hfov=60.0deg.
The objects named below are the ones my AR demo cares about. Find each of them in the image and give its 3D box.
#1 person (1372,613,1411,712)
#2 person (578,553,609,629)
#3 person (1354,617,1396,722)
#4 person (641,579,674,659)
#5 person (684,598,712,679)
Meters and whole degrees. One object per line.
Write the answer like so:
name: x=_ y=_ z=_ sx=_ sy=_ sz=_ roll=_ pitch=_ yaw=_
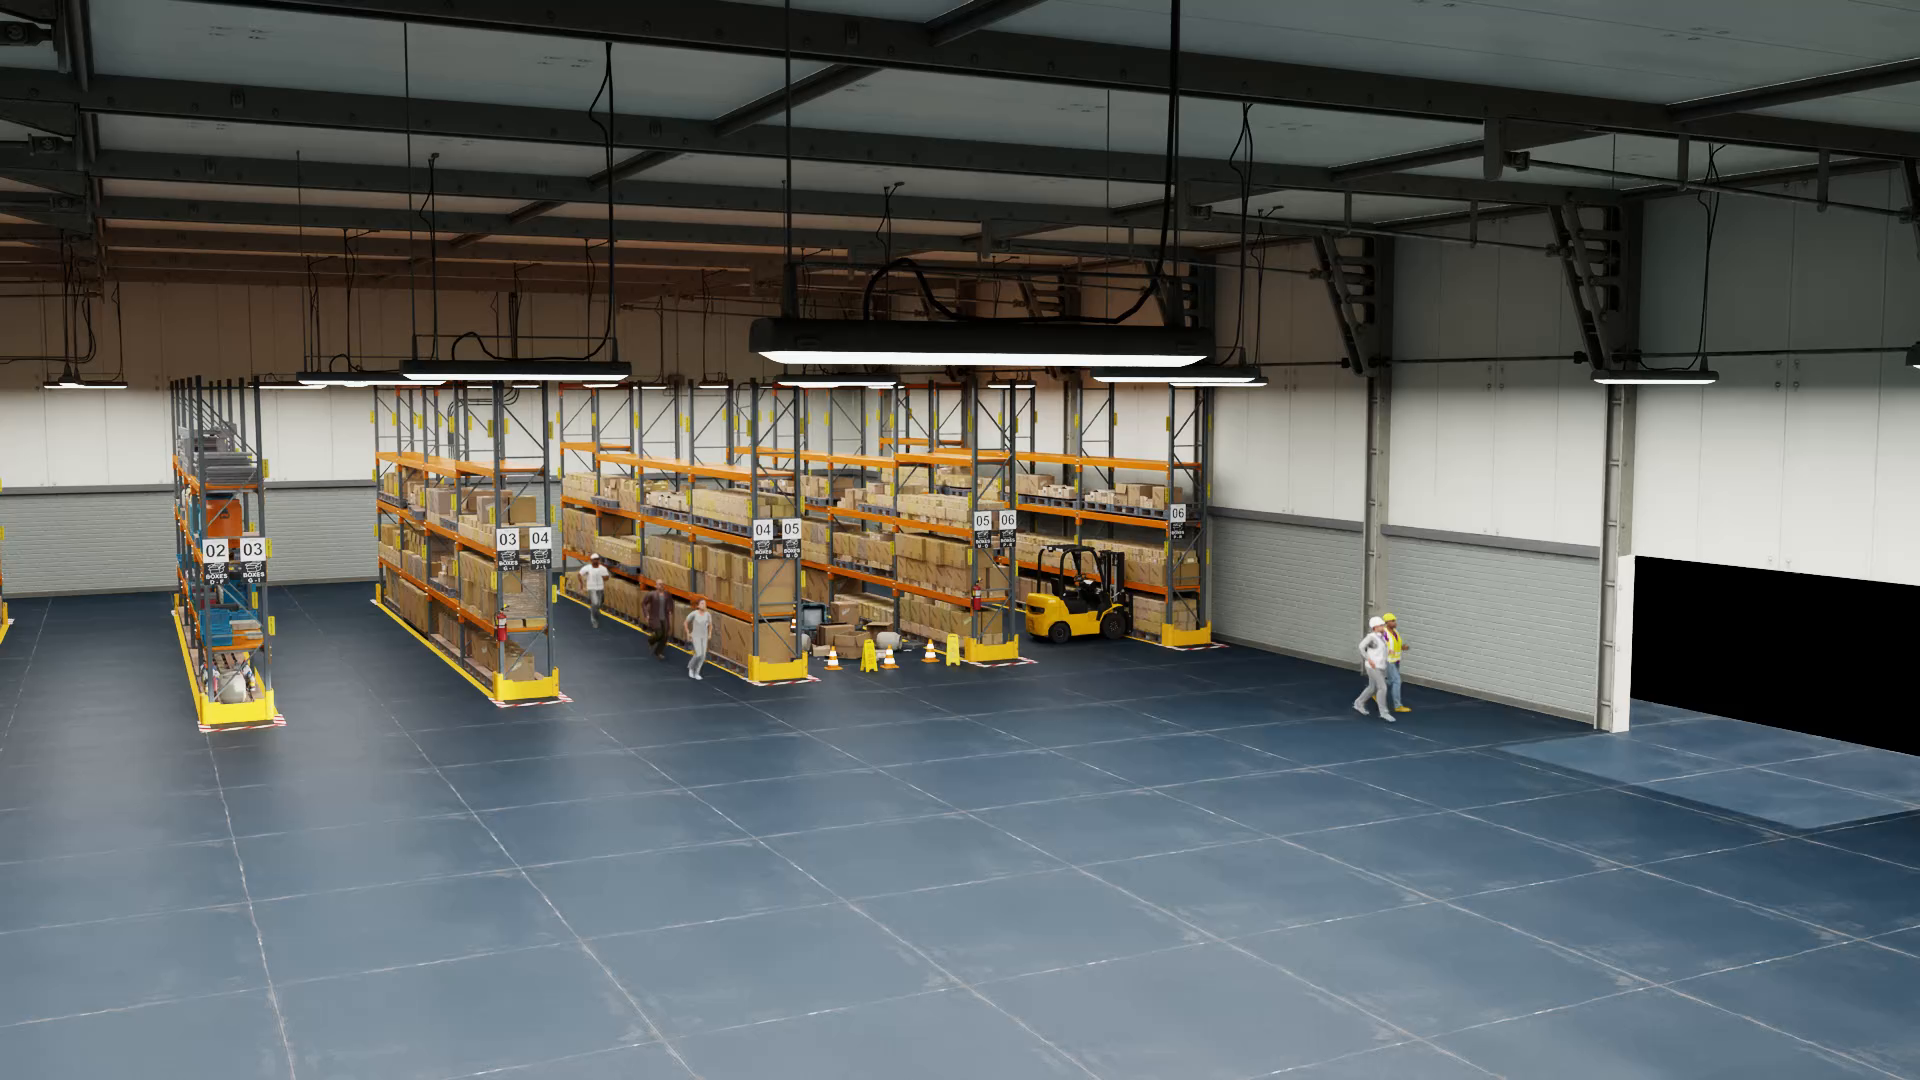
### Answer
person: x=7.720 y=2.186 z=29.901 sx=0.932 sy=1.747 sz=0.712 roll=5 pitch=7 yaw=44
person: x=-8.892 y=1.239 z=40.554 sx=0.669 sy=1.825 sz=0.766 roll=-4 pitch=6 yaw=-36
person: x=7.284 y=2.238 z=29.101 sx=0.811 sy=1.800 sz=0.652 roll=3 pitch=6 yaw=31
person: x=-6.444 y=1.695 z=35.657 sx=0.696 sy=1.726 sz=0.671 roll=-3 pitch=6 yaw=-34
person: x=-5.175 y=1.969 z=33.134 sx=0.552 sy=1.626 sz=0.524 roll=-3 pitch=6 yaw=-33
